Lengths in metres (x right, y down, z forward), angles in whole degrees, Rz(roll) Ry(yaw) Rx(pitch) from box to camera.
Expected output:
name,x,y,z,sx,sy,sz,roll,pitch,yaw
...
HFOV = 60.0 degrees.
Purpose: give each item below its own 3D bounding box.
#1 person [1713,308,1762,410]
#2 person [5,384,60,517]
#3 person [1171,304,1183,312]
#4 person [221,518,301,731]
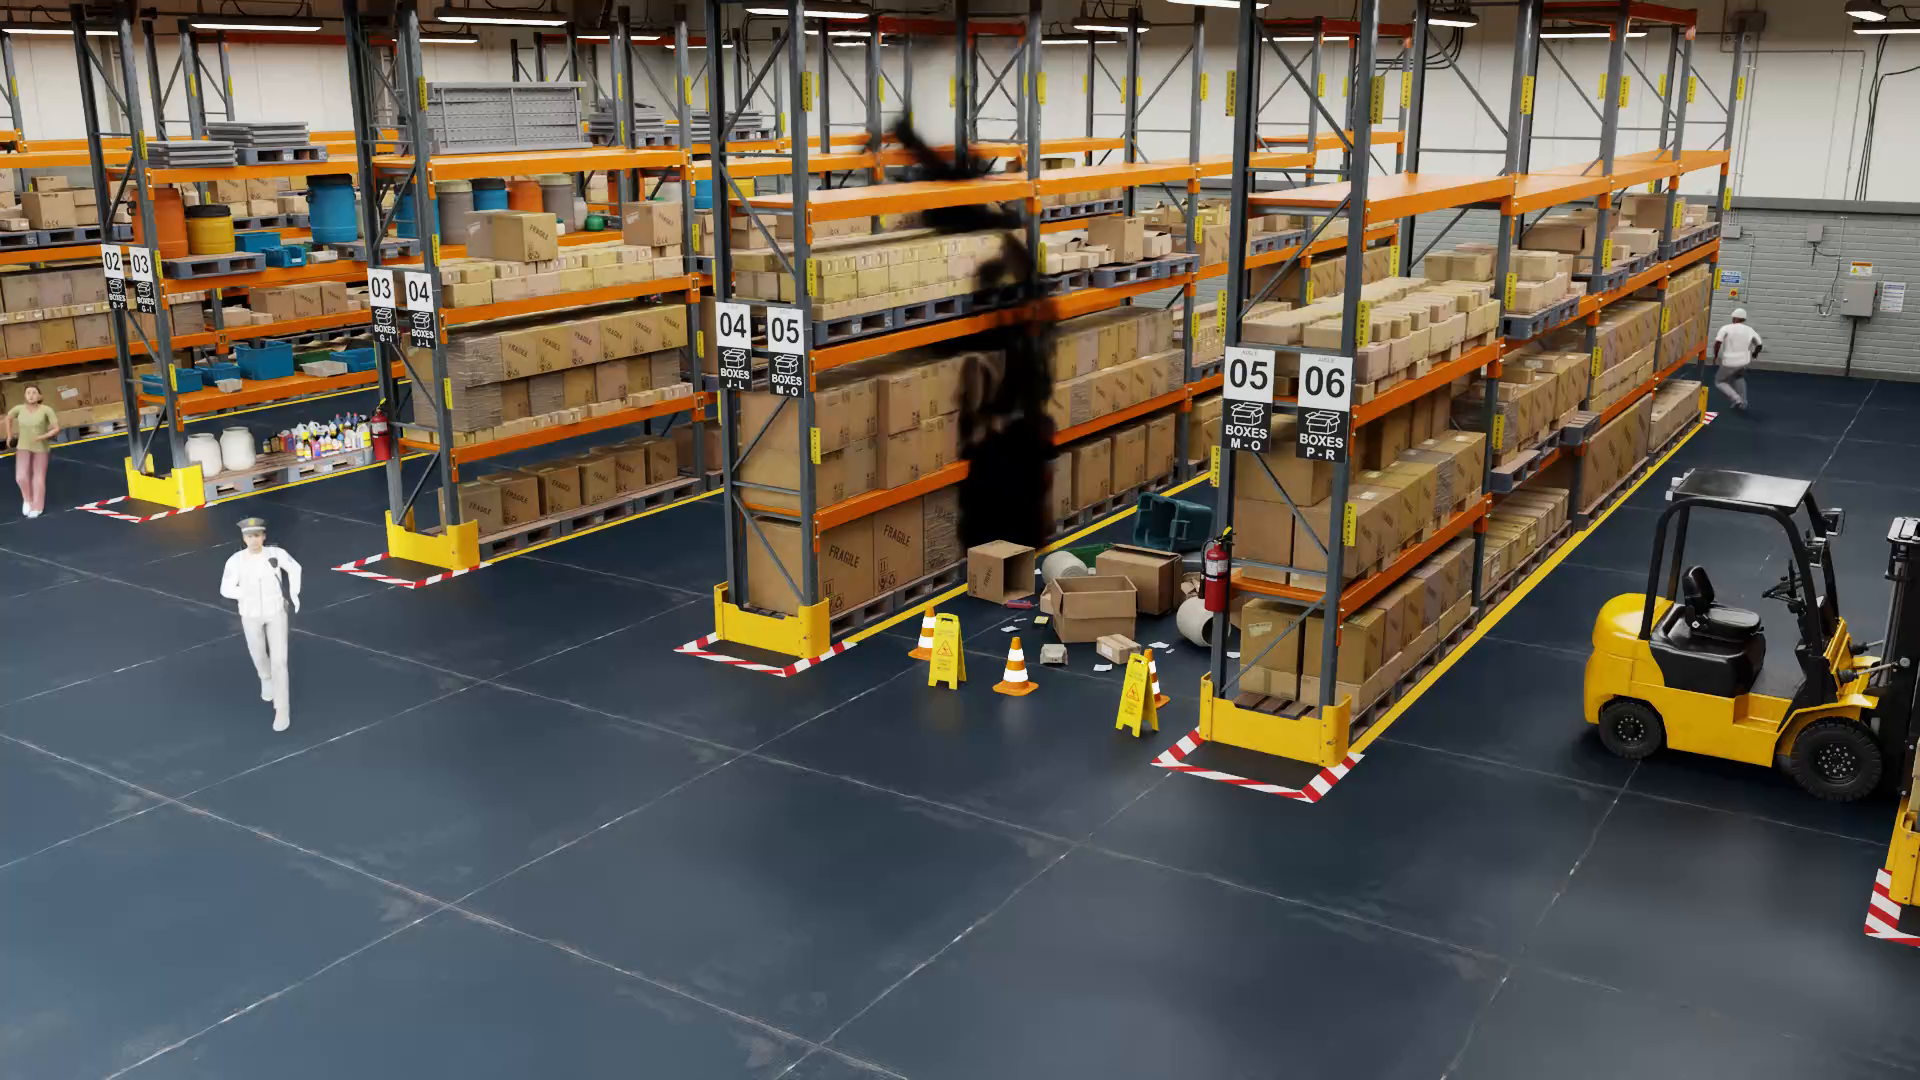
name,x,y,z,sx,sy,sz,roll,pitch,yaw
person,12.402,-2.882,26.533,0.909,1.626,0.561,-3,16,-10
person,-11.141,-1.069,20.030,0.602,1.626,0.577,-6,17,-21
person,3.491,-2.937,26.655,0.680,1.679,0.643,14,21,41
person,-5.734,0.634,13.715,0.599,1.712,0.857,-5,16,-17
